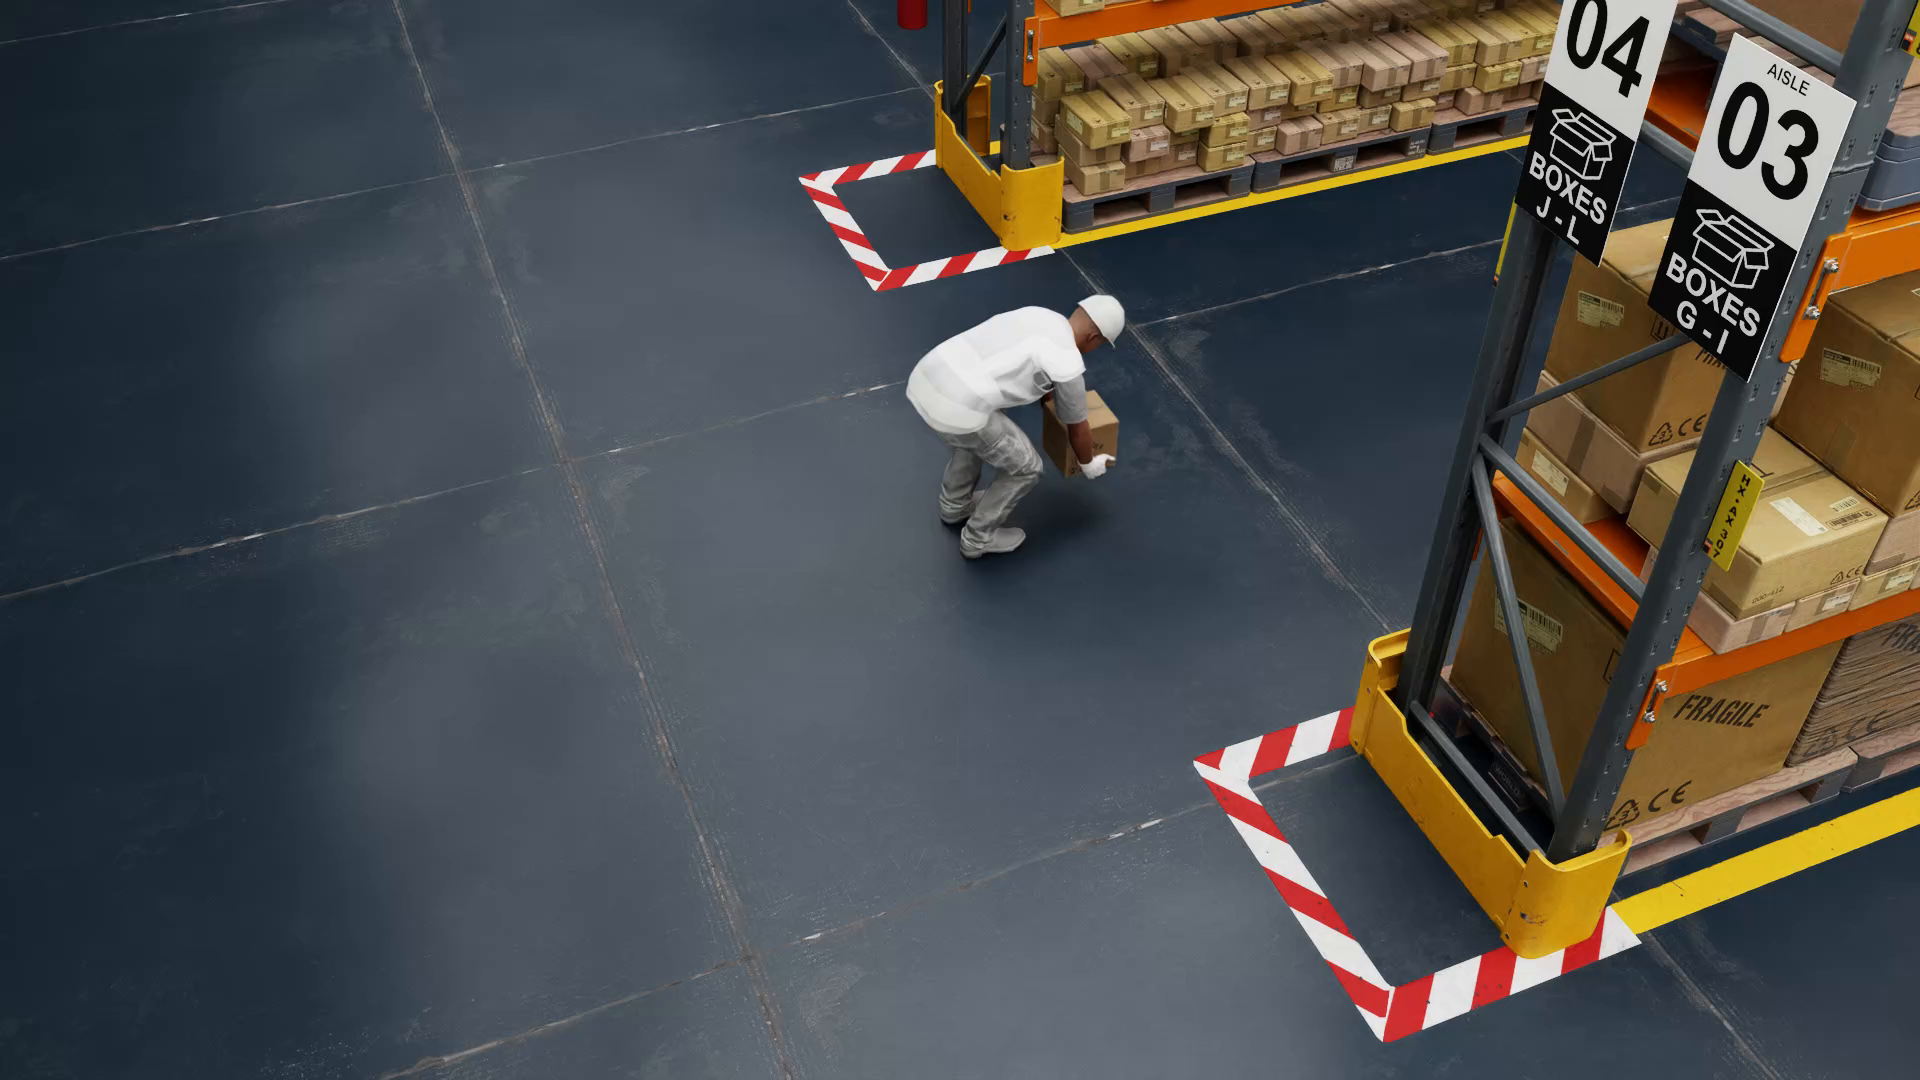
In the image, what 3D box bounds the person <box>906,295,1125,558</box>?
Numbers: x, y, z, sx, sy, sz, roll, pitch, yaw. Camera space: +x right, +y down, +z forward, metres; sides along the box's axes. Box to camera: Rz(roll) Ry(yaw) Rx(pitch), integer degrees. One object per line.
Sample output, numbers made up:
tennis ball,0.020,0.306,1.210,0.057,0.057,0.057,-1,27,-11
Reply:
person,0.251,-0.512,7.253,0.978,1.083,0.521,-17,44,-19
